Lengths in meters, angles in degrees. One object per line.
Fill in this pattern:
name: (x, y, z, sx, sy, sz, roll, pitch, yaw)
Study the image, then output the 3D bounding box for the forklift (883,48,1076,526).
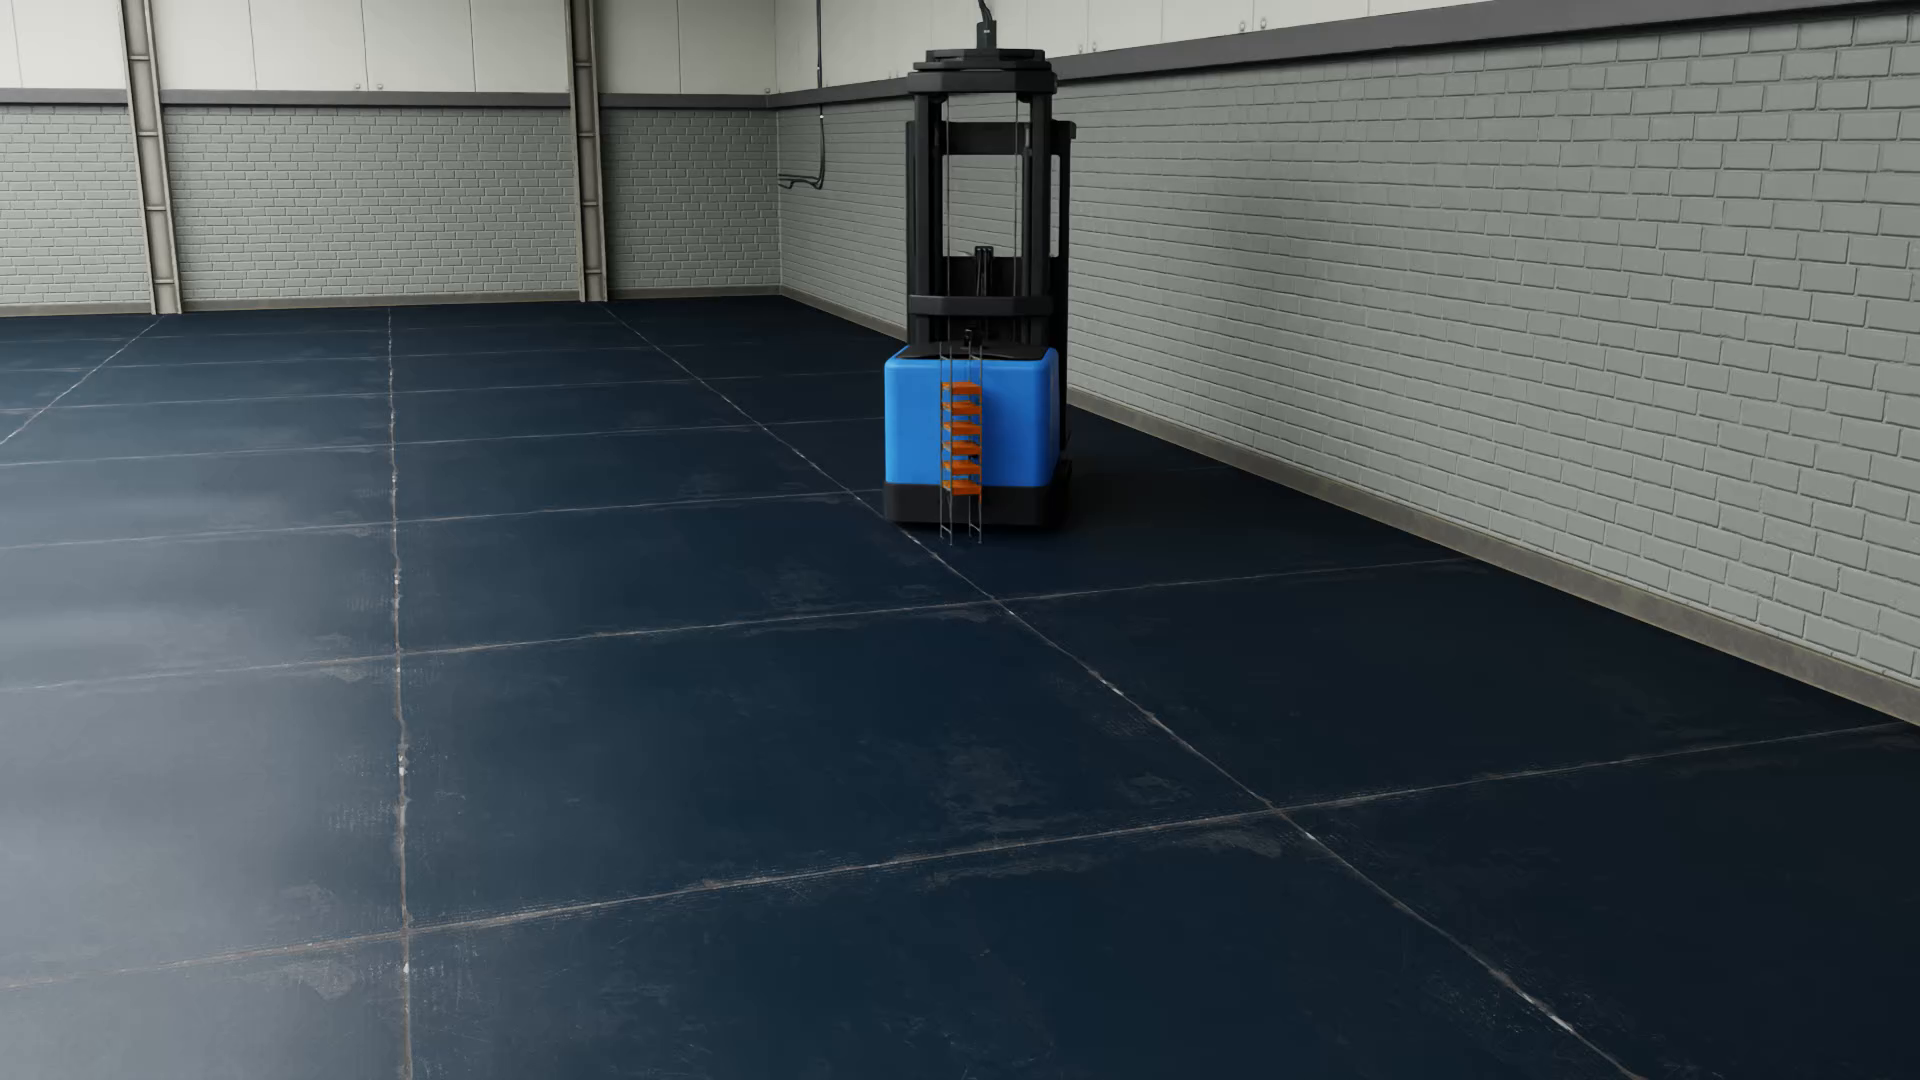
forklift: (0.213, -1.804, 11.393, 1.130, 2.935, 3.031, 2, 13, 7)

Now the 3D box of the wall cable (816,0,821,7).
wall cable: (-1.581, -8.355, 21.618, 0.112, 2.526, 3.097, -4, 14, -18)

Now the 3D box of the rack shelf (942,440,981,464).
rack shelf: (0.004, -0.531, 9.974, 0.180, 0.103, 0.258, -4, 14, -16)

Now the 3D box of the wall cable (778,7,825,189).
wall cable: (-2.443, -6.491, 24.697, 0.112, 2.526, 3.097, -4, 14, -18)

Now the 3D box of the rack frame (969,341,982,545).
rack frame: (0.092, -0.580, 9.989, 0.006, 1.200, 0.240, -4, 14, -16)

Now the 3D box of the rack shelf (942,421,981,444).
rack shelf: (0.004, -0.648, 9.946, 0.180, 0.103, 0.258, -4, 14, -16)

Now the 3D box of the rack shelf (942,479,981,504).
rack shelf: (0.004, -0.297, 10.030, 0.180, 0.103, 0.258, -4, 14, -16)

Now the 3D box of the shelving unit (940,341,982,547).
shelving unit: (0.004, -0.574, 9.964, 0.189, 1.200, 0.258, -4, 14, -16)

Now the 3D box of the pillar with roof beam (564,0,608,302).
pillar with roof beam: (-4.284, -7.130, 20.674, 0.400, 9.000, 9.100, -4, 14, -18)

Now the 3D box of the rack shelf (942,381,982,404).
rack shelf: (0.004, -0.881, 9.891, 0.180, 0.103, 0.258, -4, 14, -16)

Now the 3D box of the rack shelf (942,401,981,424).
rack shelf: (0.004, -0.764, 9.918, 0.180, 0.103, 0.258, -4, 14, -16)

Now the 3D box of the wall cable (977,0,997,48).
wall cable: (0.569, -7.573, 15.186, 0.169, 6.003, 2.305, -4, 14, -18)

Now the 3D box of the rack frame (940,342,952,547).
rack frame: (-0.083, -0.568, 9.938, 0.006, 1.200, 0.240, -4, 14, -16)

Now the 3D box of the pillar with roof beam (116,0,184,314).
pillar with roof beam: (-9.971, -6.688, 18.812, 0.400, 9.000, 9.100, -4, 14, -18)

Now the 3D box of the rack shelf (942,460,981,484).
rack shelf: (0.004, -0.414, 10.002, 0.180, 0.103, 0.258, -4, 14, -16)
